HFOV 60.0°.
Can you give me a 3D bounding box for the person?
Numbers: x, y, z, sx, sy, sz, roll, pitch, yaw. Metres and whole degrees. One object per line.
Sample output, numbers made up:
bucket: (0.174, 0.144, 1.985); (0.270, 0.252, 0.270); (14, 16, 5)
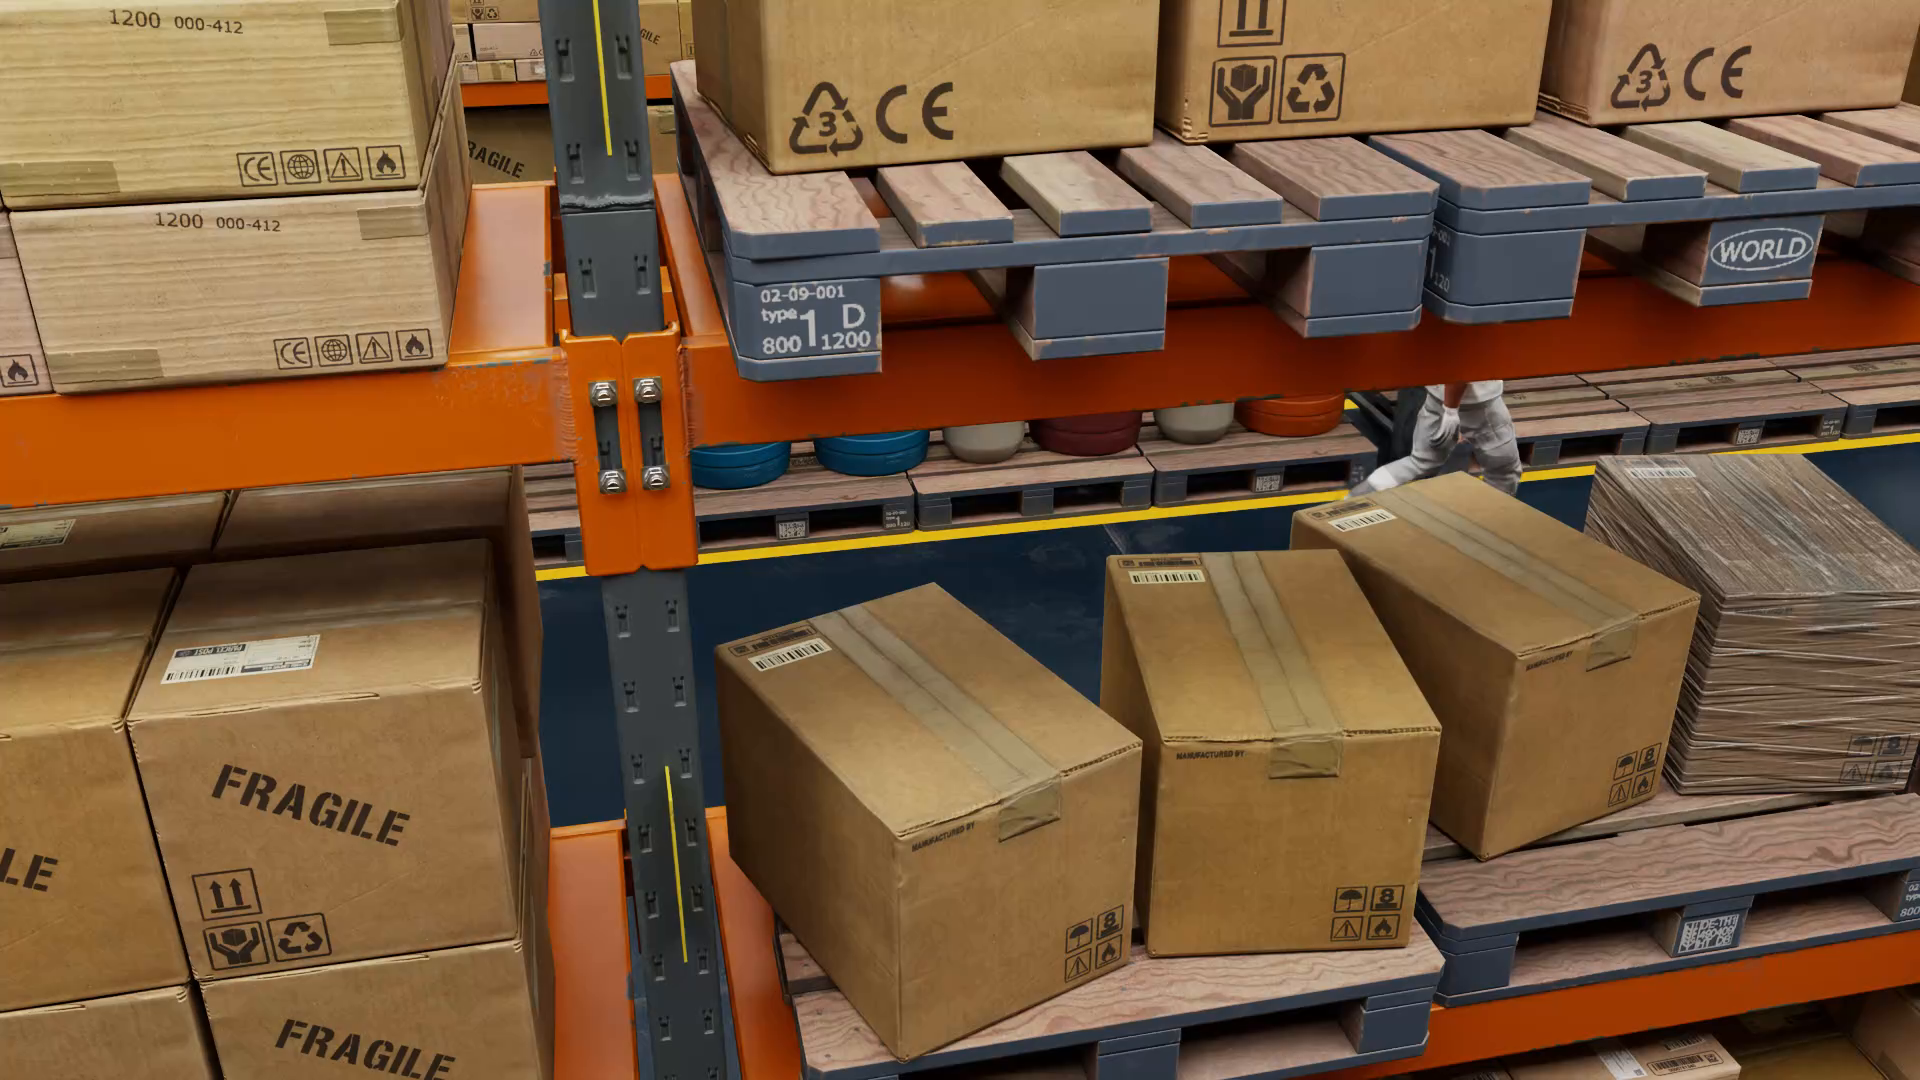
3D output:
person: (2.220, -0.670, 7.418); (0.975, 1.750, 0.567); (-2, 27, -4)
